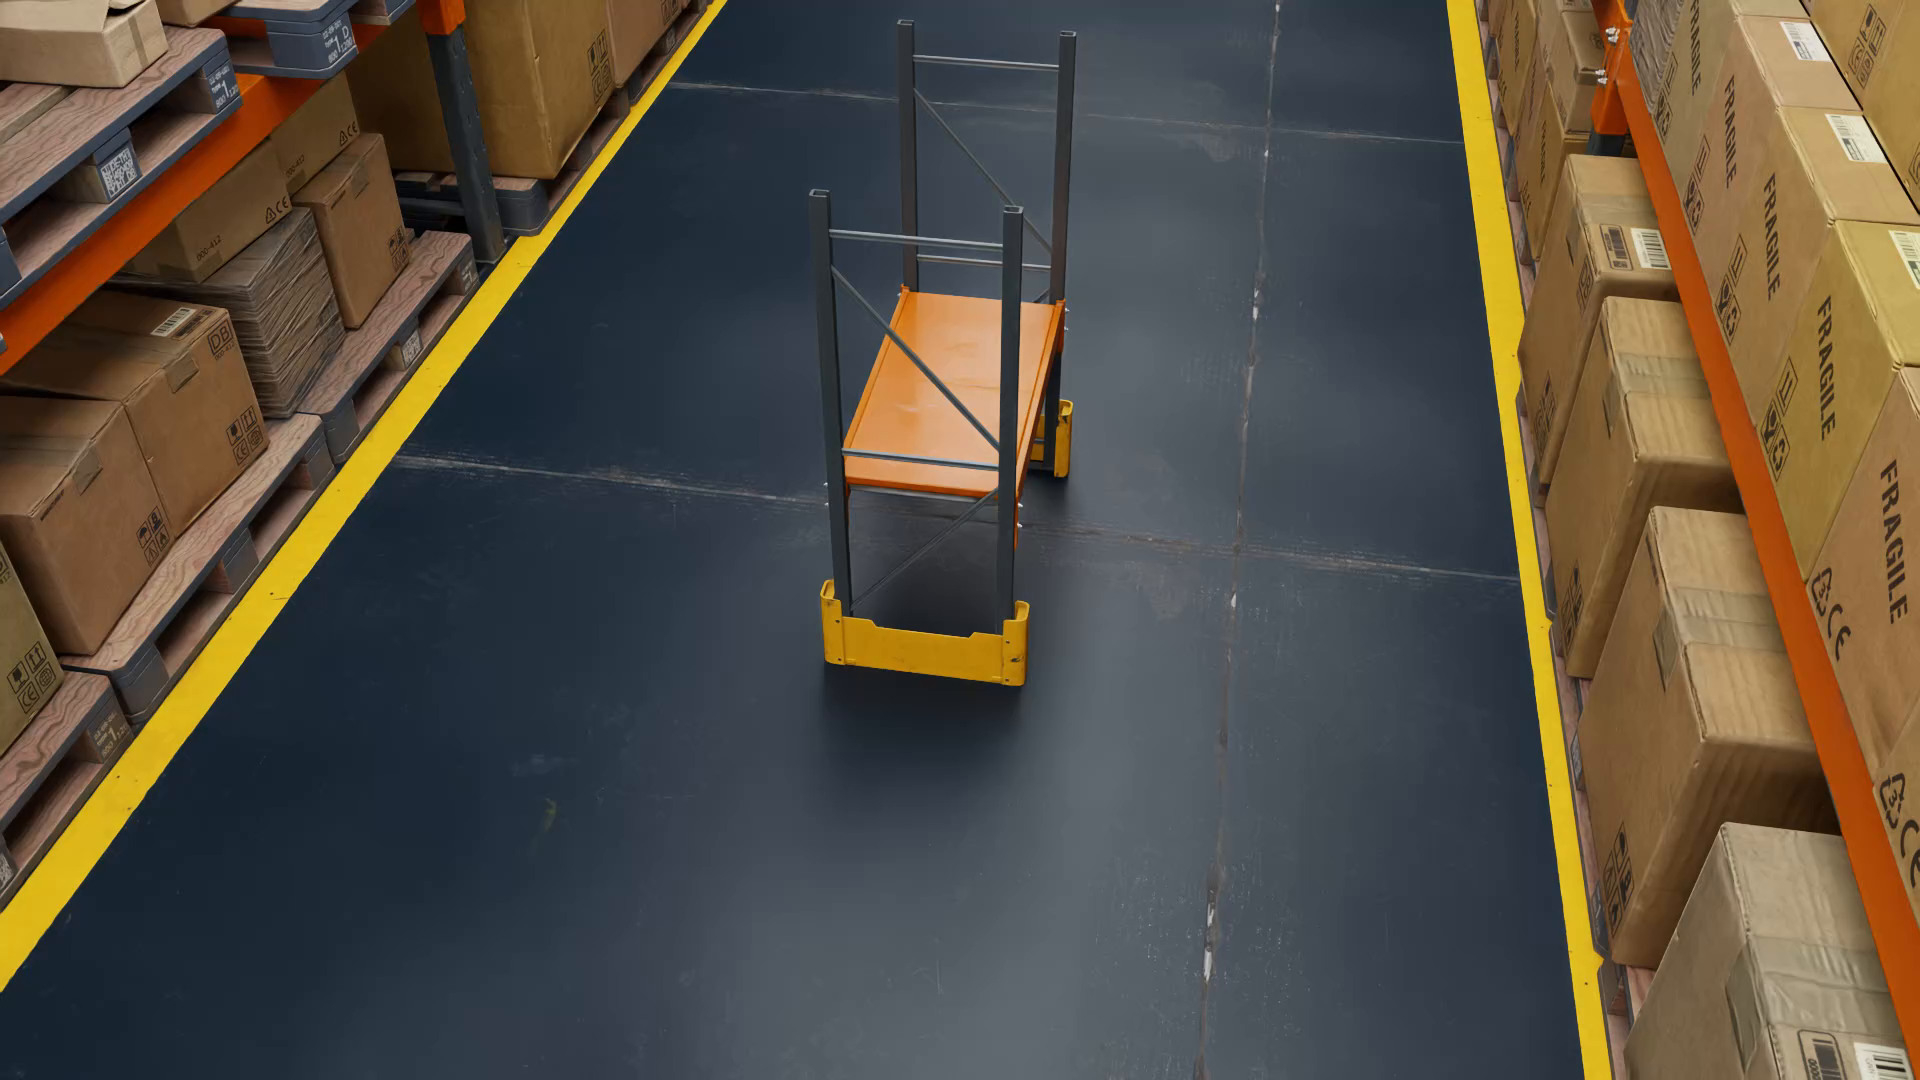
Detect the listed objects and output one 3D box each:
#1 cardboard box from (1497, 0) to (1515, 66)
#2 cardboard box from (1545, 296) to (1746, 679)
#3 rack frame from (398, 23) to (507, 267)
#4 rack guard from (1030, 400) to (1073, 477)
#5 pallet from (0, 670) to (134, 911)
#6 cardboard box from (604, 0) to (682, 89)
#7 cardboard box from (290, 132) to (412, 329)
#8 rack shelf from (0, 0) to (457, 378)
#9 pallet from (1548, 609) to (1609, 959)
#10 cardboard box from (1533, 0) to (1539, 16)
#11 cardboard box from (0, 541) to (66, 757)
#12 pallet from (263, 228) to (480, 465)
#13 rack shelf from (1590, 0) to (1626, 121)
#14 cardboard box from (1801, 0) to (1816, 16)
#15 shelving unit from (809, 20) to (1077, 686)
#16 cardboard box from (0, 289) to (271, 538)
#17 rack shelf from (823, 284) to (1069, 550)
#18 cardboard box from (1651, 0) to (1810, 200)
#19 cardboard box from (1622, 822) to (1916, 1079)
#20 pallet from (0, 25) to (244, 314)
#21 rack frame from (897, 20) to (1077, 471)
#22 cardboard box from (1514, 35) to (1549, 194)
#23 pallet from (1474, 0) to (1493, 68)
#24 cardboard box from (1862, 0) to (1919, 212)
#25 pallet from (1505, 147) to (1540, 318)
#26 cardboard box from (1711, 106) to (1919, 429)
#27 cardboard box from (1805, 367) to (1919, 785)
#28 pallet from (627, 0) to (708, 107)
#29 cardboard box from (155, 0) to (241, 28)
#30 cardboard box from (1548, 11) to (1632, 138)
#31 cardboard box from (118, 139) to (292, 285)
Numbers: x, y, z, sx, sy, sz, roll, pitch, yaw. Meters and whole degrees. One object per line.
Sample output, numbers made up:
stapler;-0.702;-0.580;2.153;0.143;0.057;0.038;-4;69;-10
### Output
cardboard box;2.691;-2.328;7.343;0.500;0.500;0.500;7;40;8
cardboard box;2.213;-0.089;4.440;1.050;0.750;0.750;7;40;8
rack frame;-2.313;-2.326;5.709;1.000;3.000;0.127;6;40;8
rack guard;0.073;-0.361;5.491;0.587;0.250;0.087;6;40;8
pallet;-2.871;0.770;4.153;1.003;0.211;1.213;6;40;8
cardboard box;-2.011;-2.658;7.449;1.225;0.875;0.875;7;40;8
cardboard box;-2.409;-1.110;5.854;0.700;0.500;0.500;4;40;5
rack shelf;-2.659;-0.794;4.420;1.077;0.370;4.000;6;40;8
pallet;2.131;0.609;4.348;1.003;0.211;1.213;6;40;8
cardboard box;2.595;-2.297;6.718;0.500;0.250;0.500;7;40;9
cardboard box;-2.776;0.298;4.152;0.700;0.500;0.500;6;40;7
pallet;-2.449;-0.761;6.005;1.003;0.211;1.213;6;40;8
rack shelf;2.901;-2.694;6.719;1.077;0.370;4.000;6;40;8
cardboard box;2.381;-1.541;3.897;0.700;0.500;0.500;6;40;7
shelving unit;-0.013;-0.530;4.714;0.587;1.500;1.083;6;40;8
cardboard box;-2.583;-0.404;5.000;0.700;0.500;0.500;10;41;11
rack shelf;-0.015;-0.386;4.822;0.538;0.185;1.000;6;40;8
cardboard box;2.126;-1.183;4.248;0.500;0.500;0.500;6;40;7
cardboard box;1.882;1.100;3.001;1.050;0.750;0.750;6;40;7
pallet;-2.615;-1.005;4.262;1.003;0.211;1.213;6;40;8
rack frame;0.073;-0.844;5.093;0.500;1.500;0.032;6;40;8
cardboard box;2.505;-1.682;6.562;0.500;0.500;0.500;8;40;9
pallet;3.114;-2.663;8.305;1.003;0.211;1.213;6;40;8
cardboard box;2.207;-0.898;3.119;0.700;0.500;0.500;6;40;7
pallet;2.692;-1.131;6.453;1.003;0.211;1.213;6;40;8
cardboard box;1.950;-0.554;3.488;0.500;0.500;0.500;6;40;7
cardboard box;1.777;0.082;2.718;0.500;0.500;0.500;6;40;7
pallet;-1.888;-2.501;8.110;1.003;0.211;1.213;6;40;8
cardboard box;-2.365;-1.822;4.691;0.700;0.500;0.500;12;41;14
cardboard box;2.415;-1.661;5.949;0.500;0.250;0.500;6;40;7
cardboard box;-2.481;-1.063;5.210;0.500;0.250;0.500;11;41;13
